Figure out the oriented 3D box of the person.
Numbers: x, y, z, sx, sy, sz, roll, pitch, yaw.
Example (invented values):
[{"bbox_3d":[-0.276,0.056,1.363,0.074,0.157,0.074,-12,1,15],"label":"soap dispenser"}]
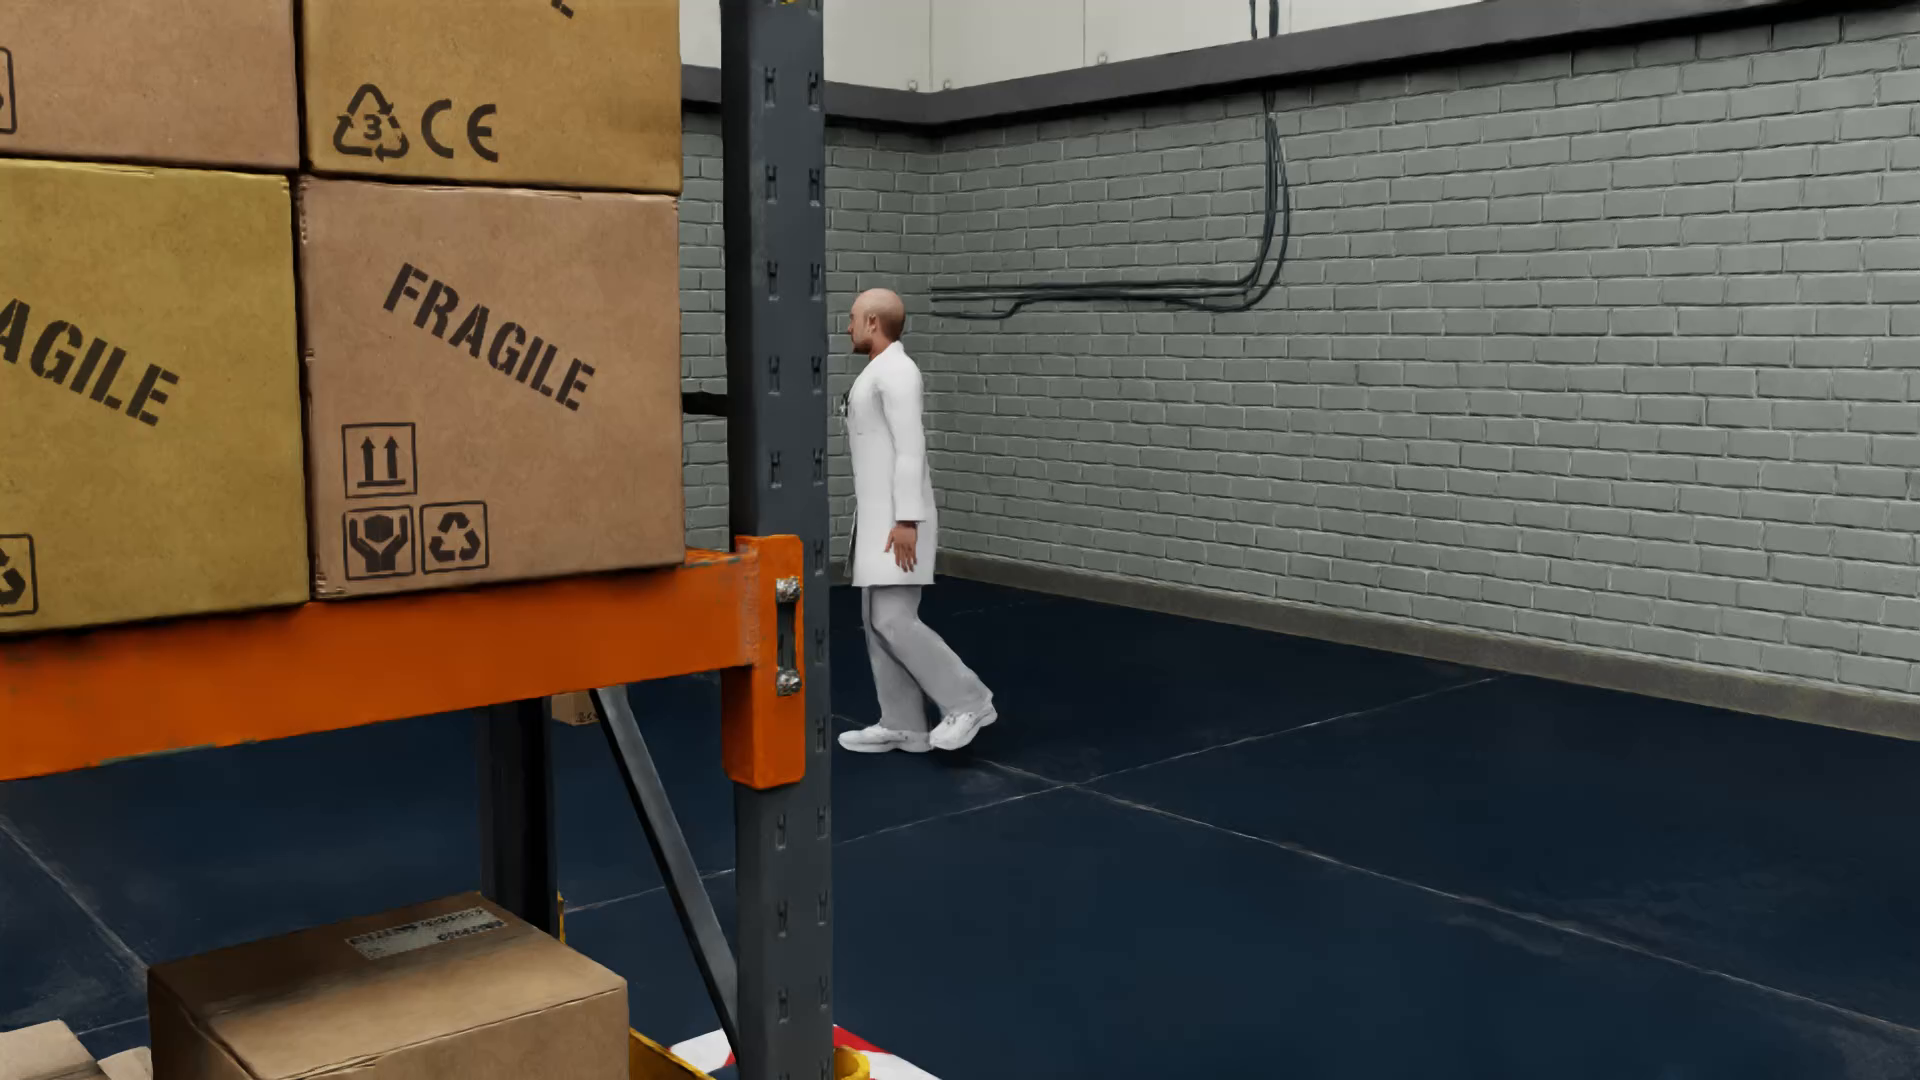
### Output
[{"bbox_3d":[-0.163,-0.061,6.305,0.604,1.771,0.619,-1,7,-8],"label":"person"}]
